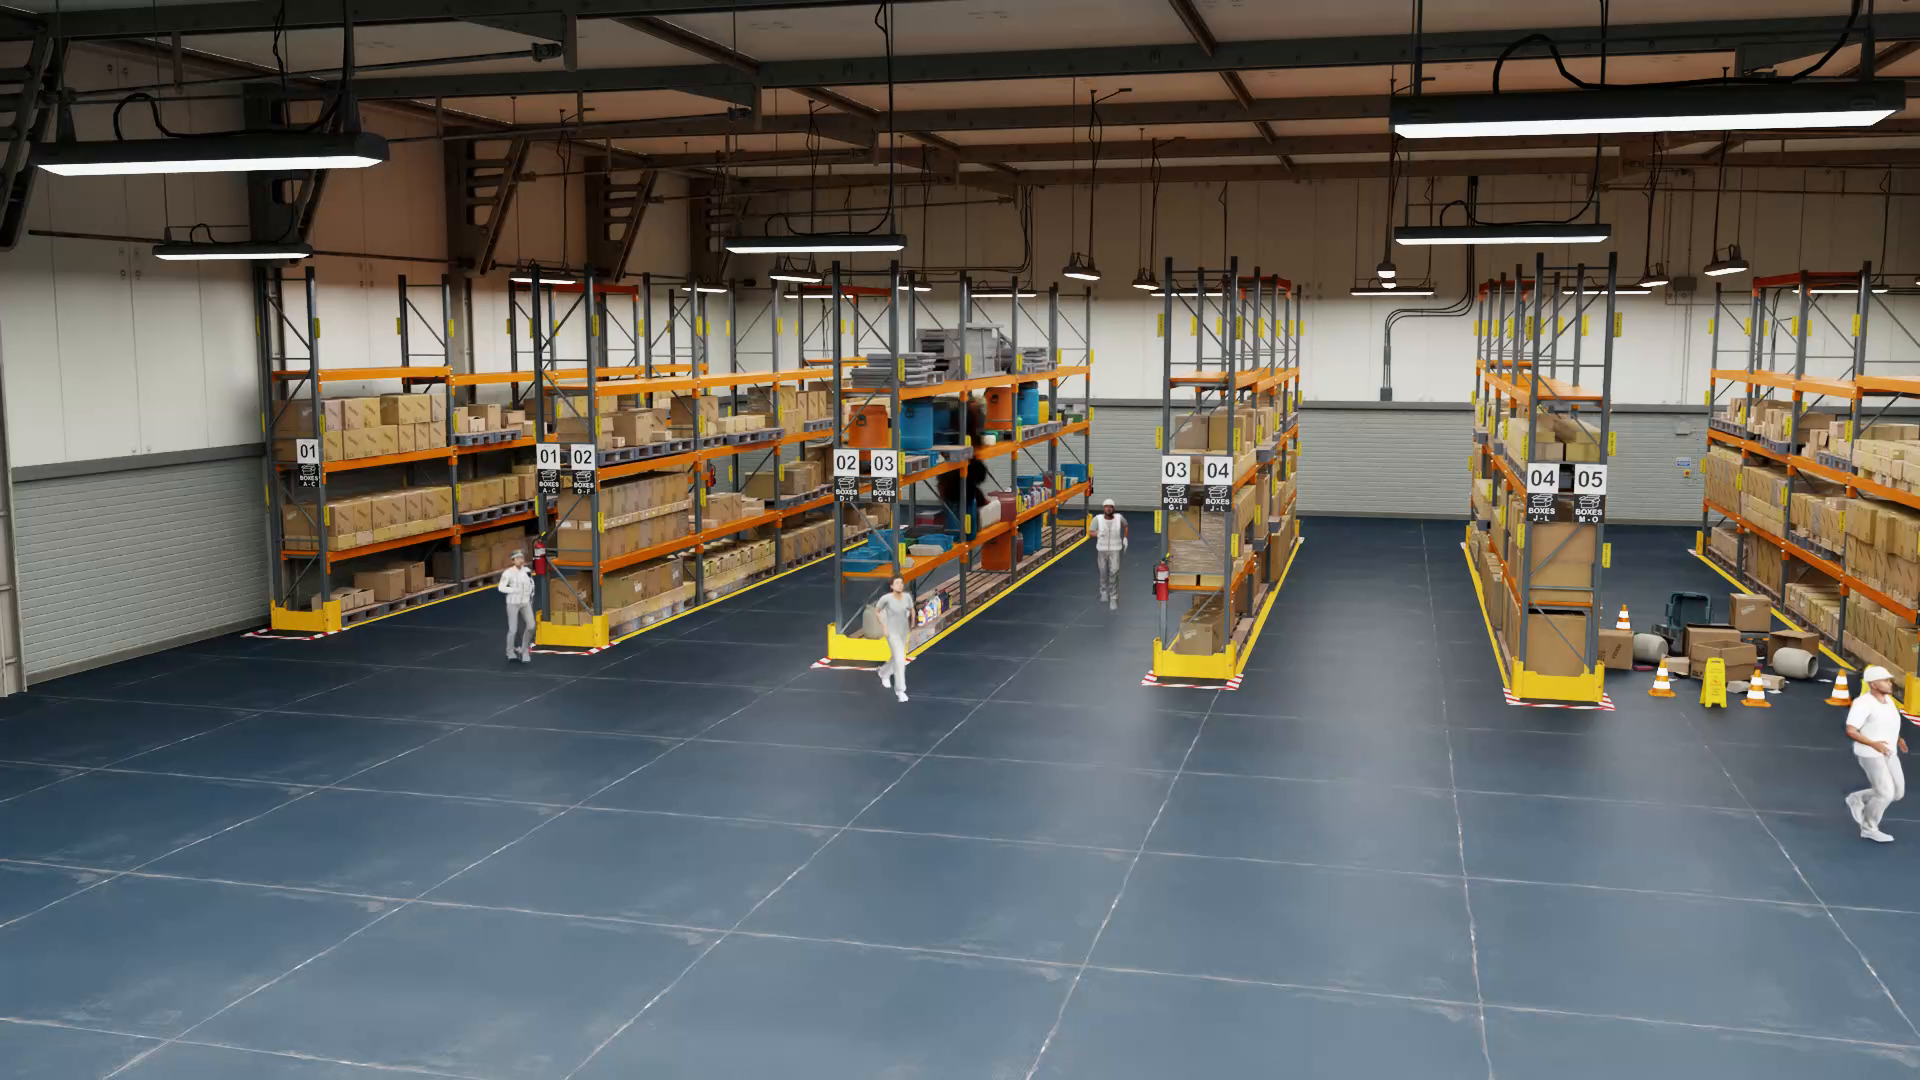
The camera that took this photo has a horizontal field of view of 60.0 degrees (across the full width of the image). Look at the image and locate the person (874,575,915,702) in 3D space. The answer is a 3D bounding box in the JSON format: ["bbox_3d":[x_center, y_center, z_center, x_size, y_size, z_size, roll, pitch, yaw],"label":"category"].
[{"bbox_3d":[-0.884,1.297,22.707,0.566,1.692,0.853,-5,9,-33],"label":"person"}]

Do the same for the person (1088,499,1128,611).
[{"bbox_3d":[2.525,0.235,28.390,0.673,1.891,0.782,1,7,6],"label":"person"}]

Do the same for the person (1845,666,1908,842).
[{"bbox_3d":[8.985,2.087,16.334,0.697,1.718,0.606,-4,9,-32],"label":"person"}]

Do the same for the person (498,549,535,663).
[{"bbox_3d":[-6.640,0.996,25.073,0.618,1.721,0.614,-5,9,-35],"label":"person"}]
